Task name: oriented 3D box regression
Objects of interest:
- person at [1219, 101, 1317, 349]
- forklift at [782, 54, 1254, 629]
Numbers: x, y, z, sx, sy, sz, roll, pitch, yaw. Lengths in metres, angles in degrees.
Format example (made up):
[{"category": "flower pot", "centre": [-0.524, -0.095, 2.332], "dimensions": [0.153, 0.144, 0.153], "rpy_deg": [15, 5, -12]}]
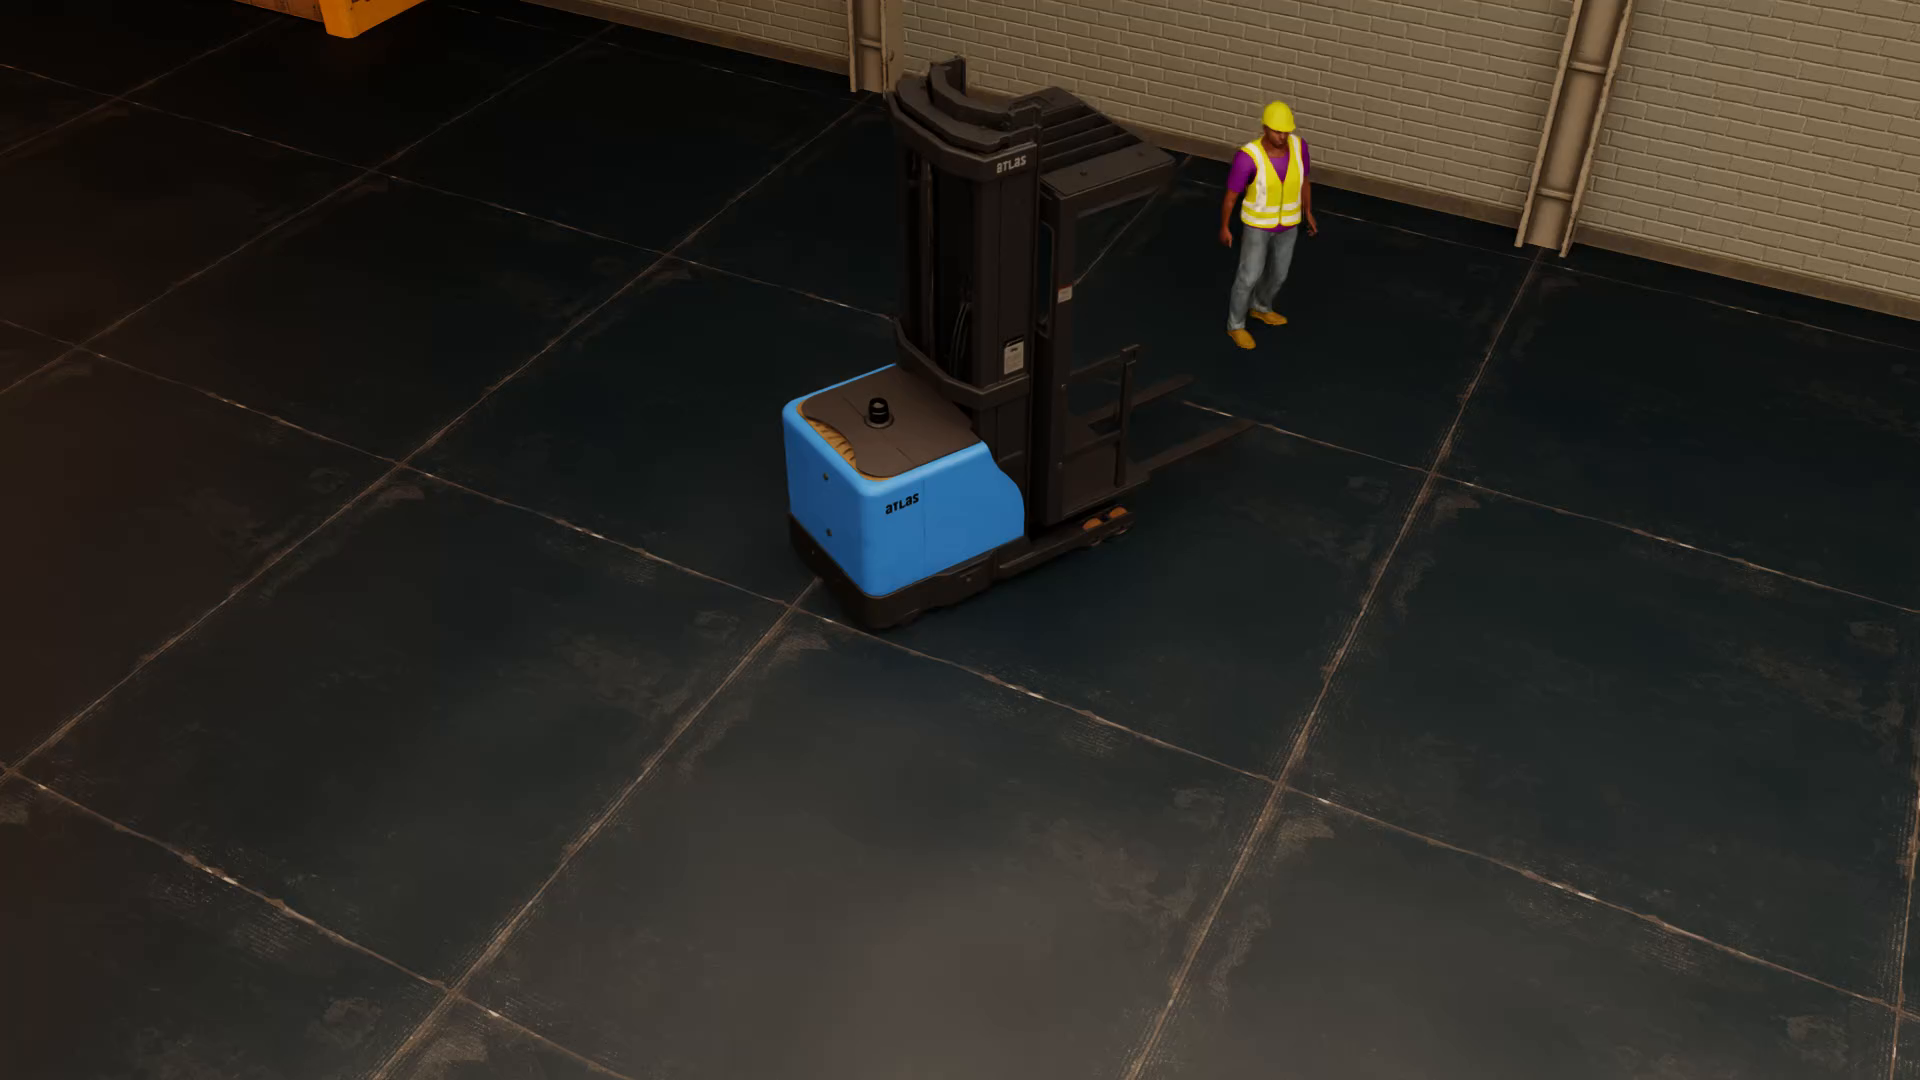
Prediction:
[{"category": "person", "centre": [2.161, -2.178, 11.523], "dimensions": [0.681, 1.757, 0.481], "rpy_deg": [-10, 41, -12]}, {"category": "forklift", "centre": [0.472, -1.349, 9.588], "dimensions": [3.031, 2.935, 1.130], "rpy_deg": [-23, 45, -25]}]
